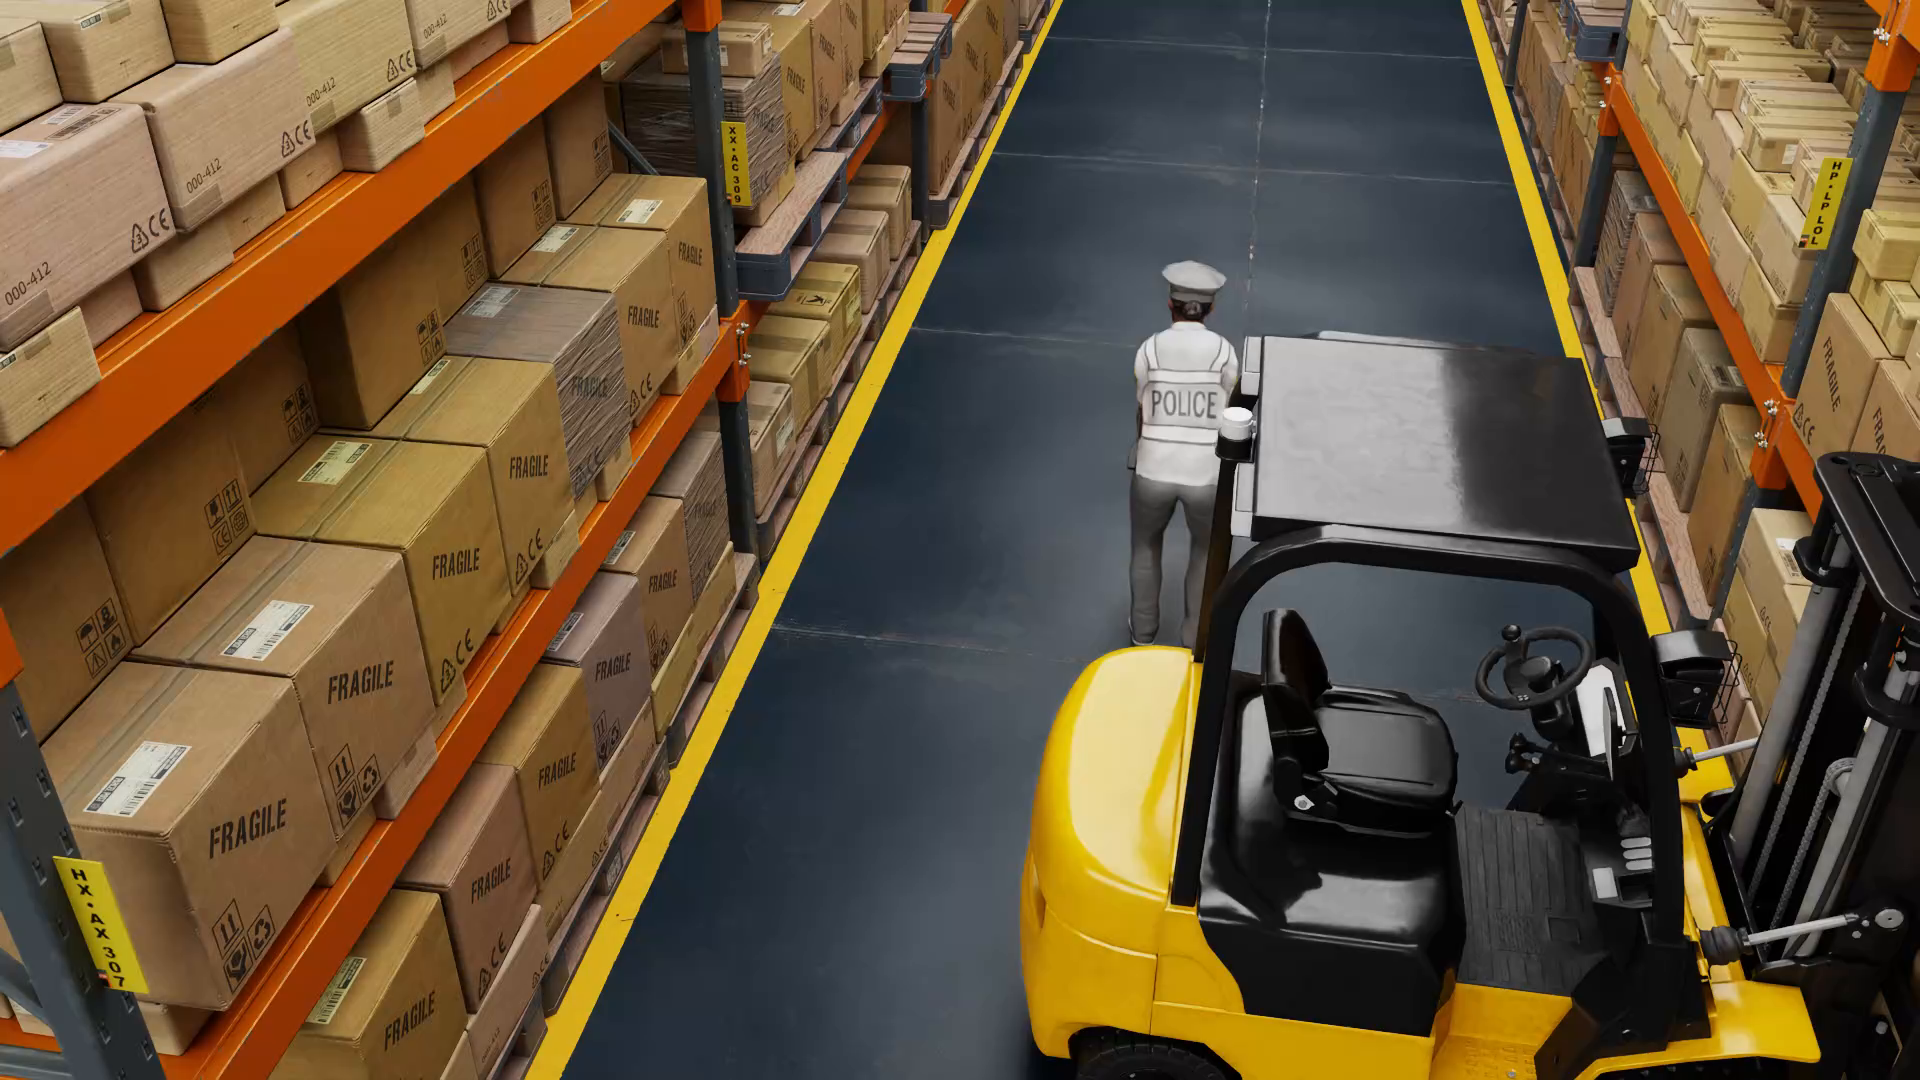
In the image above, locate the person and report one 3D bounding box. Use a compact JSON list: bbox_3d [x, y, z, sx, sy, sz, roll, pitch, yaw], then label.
[{"bbox_3d":[0.876,-0.277,6.643,0.412,1.595,0.575,5,33,7],"label":"person"}]
